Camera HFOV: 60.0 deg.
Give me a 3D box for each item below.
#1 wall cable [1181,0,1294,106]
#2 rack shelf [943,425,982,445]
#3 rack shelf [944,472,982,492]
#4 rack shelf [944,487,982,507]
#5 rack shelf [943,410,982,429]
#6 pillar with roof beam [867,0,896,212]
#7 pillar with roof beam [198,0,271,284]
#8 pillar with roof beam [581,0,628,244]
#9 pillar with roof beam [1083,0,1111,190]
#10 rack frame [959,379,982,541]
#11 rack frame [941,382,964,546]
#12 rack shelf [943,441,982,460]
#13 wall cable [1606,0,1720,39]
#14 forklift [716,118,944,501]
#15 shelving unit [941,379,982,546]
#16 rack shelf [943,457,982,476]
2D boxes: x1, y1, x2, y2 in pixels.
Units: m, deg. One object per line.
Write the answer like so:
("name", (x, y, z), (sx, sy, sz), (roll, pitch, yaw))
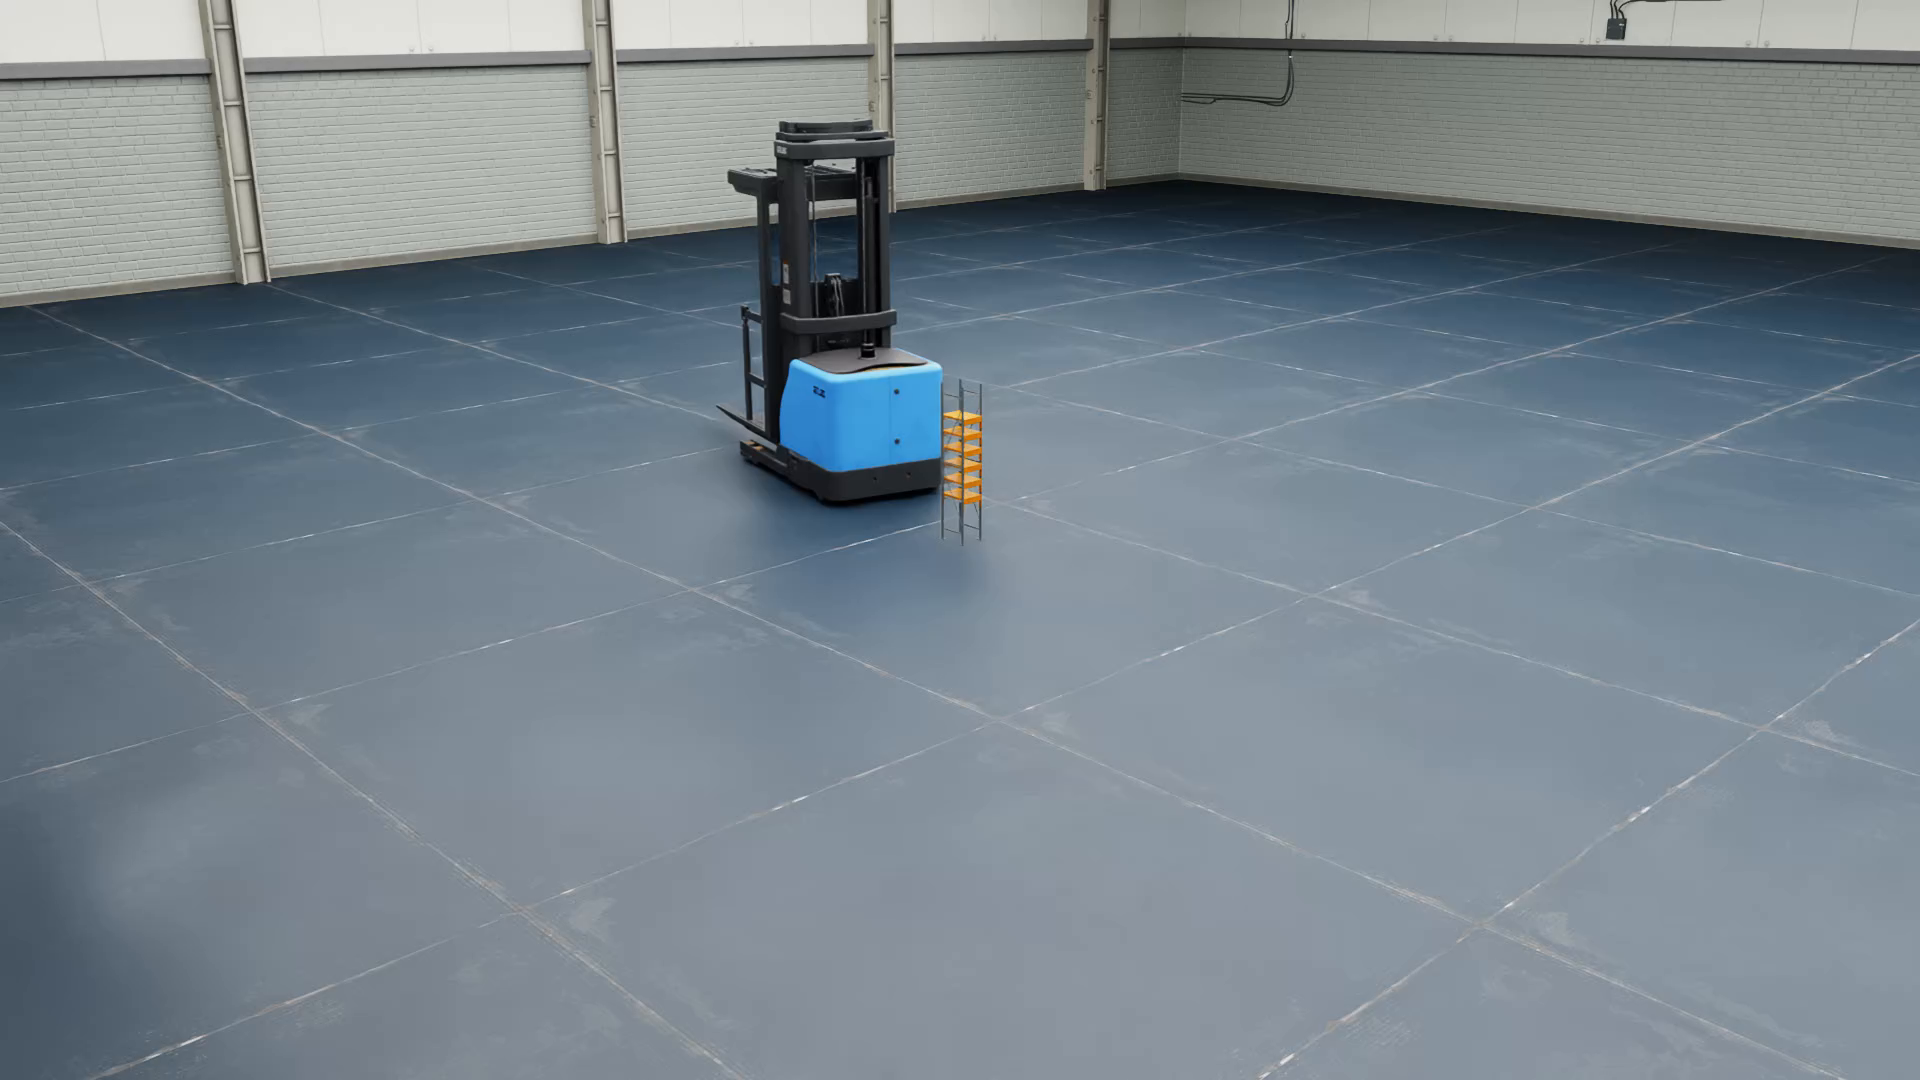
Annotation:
("wall cable", (5.941, -10.671, 35.840), (0.112, 2.526, 3.097), (-16, 24, -41))
("rack shelf", (0.011, -0.760, 12.249), (0.180, 0.103, 0.258), (-16, 24, -41))
("rack shelf", (0.011, -0.417, 12.360), (0.180, 0.103, 0.258), (-16, 24, -41))
("rack shelf", (0.011, -0.303, 12.397), (0.180, 0.103, 0.258), (-16, 24, -41))
("rack shelf", (0.011, -0.874, 12.212), (0.180, 0.103, 0.258), (-16, 24, -41))
("pillar with roof beam", (1.489, -9.584, 27.453), (0.400, 9.000, 9.100), (-16, 24, -41))
("pillar with roof beam", (-7.230, -7.041, 19.610), (0.400, 9.000, 9.100), (-16, 24, -41))
("pillar with roof beam", (-2.870, -8.312, 23.532), (0.400, 9.000, 9.100), (-16, 24, -41))
("pillar with roof beam", (5.849, -10.855, 31.374), (0.400, 9.000, 9.100), (-16, 24, -41))
("rack frame", (0.077, -0.593, 12.369), (0.006, 1.200, 0.240), (-16, 24, -41))
("rack frame", (-0.056, -0.554, 12.249), (0.006, 1.200, 0.240), (-16, 24, -41))
("rack shelf", (0.011, -0.646, 12.286), (0.180, 0.103, 0.258), (-16, 24, -41))
("wall cable", (12.451, -11.635, 28.265), (0.169, 6.003, 2.305), (-16, 24, -41))
("forklift", (-1.283, -2.108, 14.235), (1.130, 2.935, 3.031), (-10, 20, -27))
("shelving unit", (0.011, -0.574, 12.309), (0.189, 1.200, 0.258), (-16, 24, -41))
("rack shelf", (0.011, -0.532, 12.323), (0.180, 0.103, 0.258), (-16, 24, -41))
